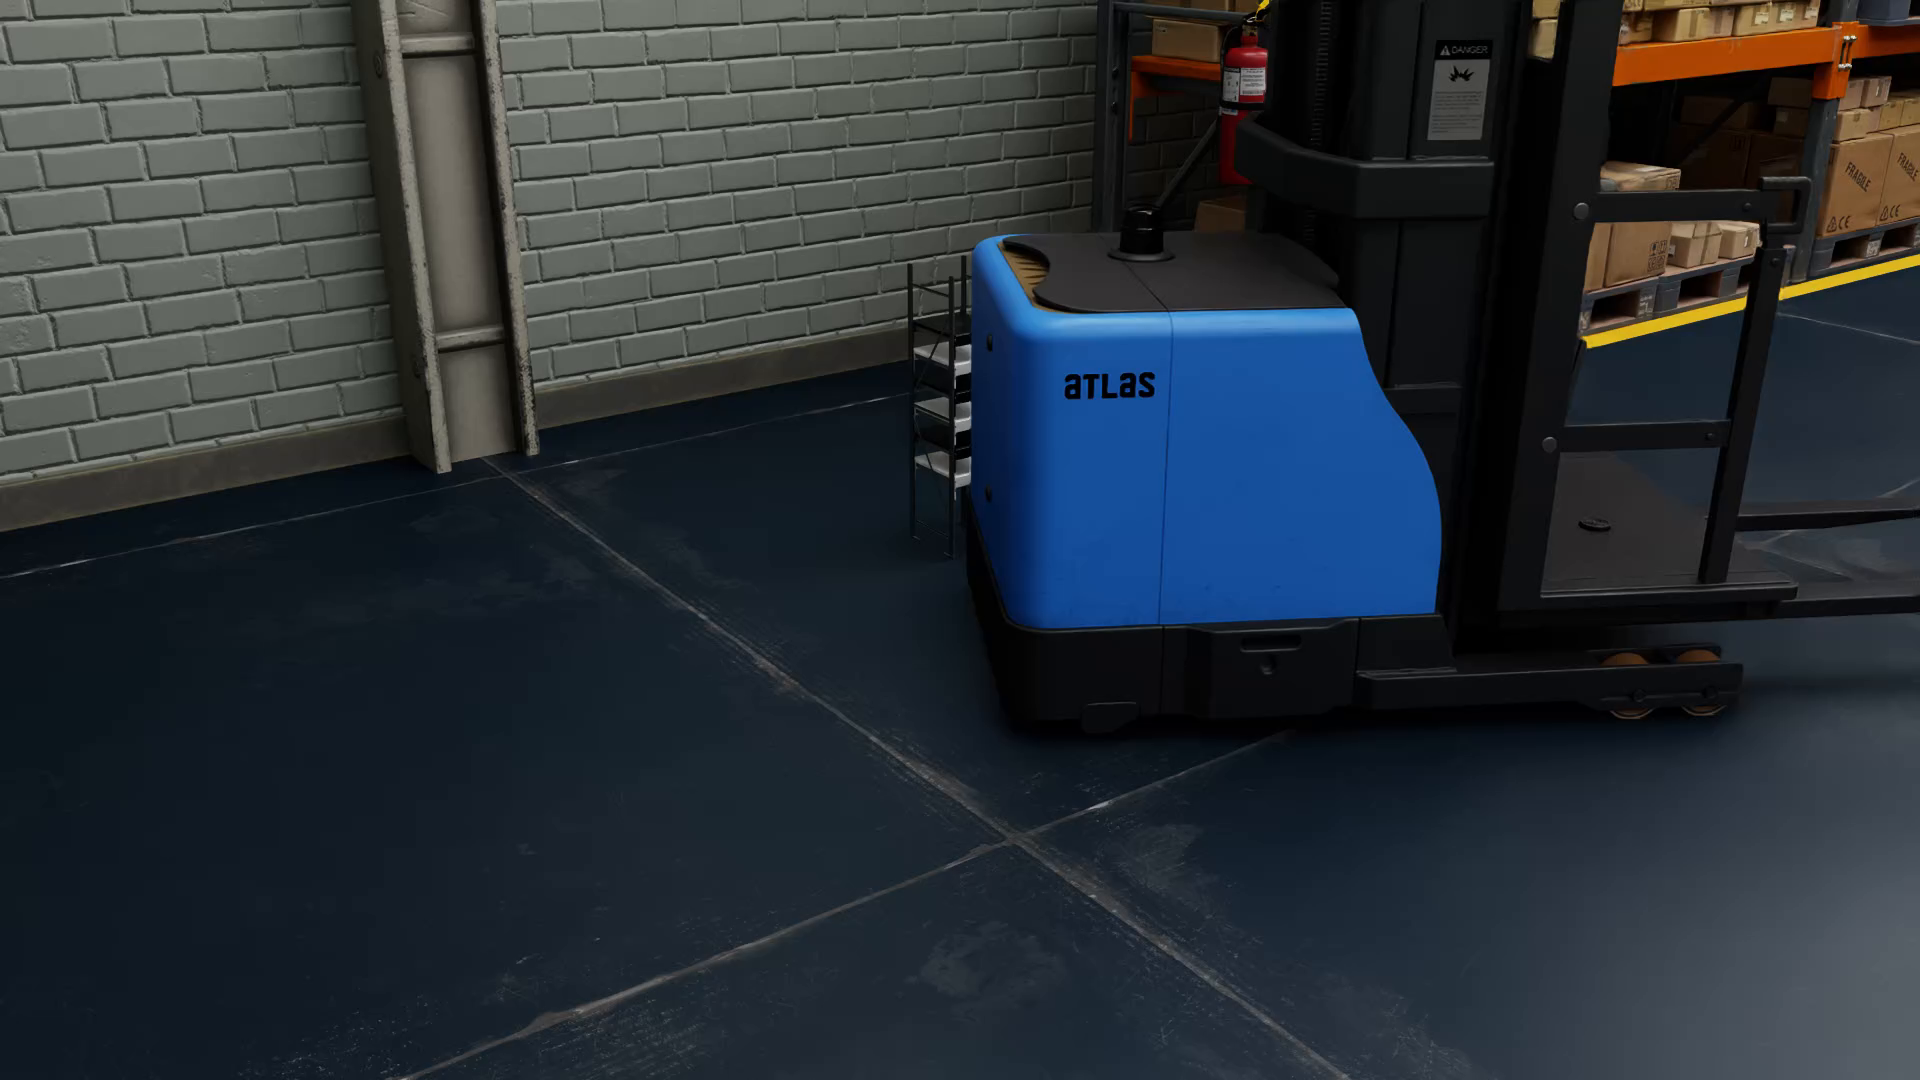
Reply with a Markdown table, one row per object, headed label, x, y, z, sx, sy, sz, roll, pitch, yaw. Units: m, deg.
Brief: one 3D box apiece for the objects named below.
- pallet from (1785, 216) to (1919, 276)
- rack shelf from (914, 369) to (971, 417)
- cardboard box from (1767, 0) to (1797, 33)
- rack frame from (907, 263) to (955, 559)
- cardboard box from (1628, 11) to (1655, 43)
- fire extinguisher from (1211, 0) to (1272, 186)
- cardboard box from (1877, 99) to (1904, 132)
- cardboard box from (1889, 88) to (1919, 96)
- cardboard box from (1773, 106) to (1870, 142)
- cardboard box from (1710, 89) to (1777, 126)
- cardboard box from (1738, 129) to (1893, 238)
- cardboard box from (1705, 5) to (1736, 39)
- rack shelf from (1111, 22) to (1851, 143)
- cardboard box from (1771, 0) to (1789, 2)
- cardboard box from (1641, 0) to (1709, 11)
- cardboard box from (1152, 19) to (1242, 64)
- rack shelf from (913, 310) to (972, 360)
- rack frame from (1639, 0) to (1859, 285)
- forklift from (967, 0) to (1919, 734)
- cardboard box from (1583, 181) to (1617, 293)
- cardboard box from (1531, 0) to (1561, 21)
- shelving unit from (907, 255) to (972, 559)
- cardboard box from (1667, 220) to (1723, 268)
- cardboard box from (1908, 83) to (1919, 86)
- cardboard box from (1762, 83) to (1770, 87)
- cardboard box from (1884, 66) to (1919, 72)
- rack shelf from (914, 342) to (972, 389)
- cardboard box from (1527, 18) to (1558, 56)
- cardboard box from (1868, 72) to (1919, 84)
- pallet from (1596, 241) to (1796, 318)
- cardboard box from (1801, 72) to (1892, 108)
| label | x | y | z | sx | sy | sz | roll | pitch | yaw |
| --- | --- | --- | --- | --- | --- | --- | --- | --- | --- |
| pallet | 4.785 | -1.791 | 9.600 | 1.213 | 0.211 | 1.003 | -15 | 26 | -33 |
| rack shelf | -0.007 | -0.469 | 5.204 | 0.200 | 0.077 | 0.258 | -15 | 26 | -33 |
| cardboard box | 3.836 | -2.574 | 8.139 | 0.250 | 0.149 | 0.380 | -14 | 26 | -31 |
| rack frame | -0.089 | -0.394 | 5.170 | 0.006 | 0.900 | 0.240 | -15 | 26 | -33 |
| cardboard box | 2.945 | -2.376 | 7.642 | 0.250 | 0.149 | 0.380 | -14 | 26 | -32 |
| fire extinguisher | 1.050 | -1.653 | 6.099 | 0.183 | 0.674 | 0.296 | -15 | 26 | -33 |
| cardboard box | 4.974 | -2.374 | 9.229 | 0.250 | 0.149 | 0.380 | -17 | 27 | -36 |
| cardboard box | 5.414 | -2.480 | 9.495 | 0.250 | 0.149 | 0.380 | -15 | 26 | -33 |
| cardboard box | 4.593 | -2.232 | 8.872 | 0.250 | 0.149 | 0.380 | -14 | 25 | -30 |
| cardboard box | 4.487 | -2.459 | 9.442 | 0.250 | 0.149 | 0.380 | -15 | 26 | -33 |
| cardboard box | 4.670 | -1.970 | 9.091 | 0.500 | 0.500 | 0.500 | -14 | 25 | -31 |
| cardboard box | 3.411 | -2.462 | 7.858 | 0.250 | 0.149 | 0.380 | -14 | 26 | -31 |
| rack shelf | 2.523 | -2.132 | 7.662 | 4.000 | 0.370 | 1.077 | -15 | 26 | -33 |
| cardboard box | 3.875 | -2.784 | 8.126 | 0.500 | 0.250 | 0.500 | -14 | 26 | -32 |
| cardboard box | 3.065 | -2.567 | 7.582 | 0.500 | 0.250 | 0.500 | -15 | 26 | -33 |
| cardboard box | 1.012 | -2.069 | 6.872 | 0.250 | 0.149 | 0.380 | -15 | 26 | -33 |
| rack shelf | -0.007 | -0.636 | 5.137 | 0.200 | 0.077 | 0.258 | -15 | 26 | -33 |
| rack frame | 4.146 | -2.899 | 8.613 | 0.127 | 3.000 | 1.000 | -15 | 26 | -33 |
| forklift | 1.570 | -1.096 | 4.188 | 3.031 | 2.935 | 1.130 | -2 | 22 | -5 |
| cardboard box | 2.655 | -1.428 | 7.735 | 0.500 | 0.500 | 0.500 | -14 | 26 | -32 |
| cardboard box | 2.244 | -2.338 | 7.010 | 0.500 | 0.250 | 0.500 | -16 | 26 | -34 |
| shelving unit | -0.007 | -0.416 | 5.225 | 0.210 | 0.900 | 0.258 | -15 | 26 | -33 |
| cardboard box | 3.576 | -1.538 | 8.325 | 0.258 | 0.266 | 0.396 | -14 | 26 | -31 |
| cardboard box | 5.818 | -2.600 | 9.796 | 0.250 | 0.149 | 0.380 | -15 | 26 | -33 |
| cardboard box | 4.872 | -2.577 | 9.739 | 0.250 | 0.149 | 0.380 | -16 | 27 | -35 |
| cardboard box | 6.127 | -2.922 | 10.603 | 0.250 | 0.149 | 0.380 | -16 | 27 | -35 |
| rack shelf | -0.007 | -0.552 | 5.171 | 0.200 | 0.077 | 0.258 | -15 | 26 | -33 |
| cardboard box | 2.401 | -2.169 | 7.123 | 0.250 | 0.149 | 0.380 | -16 | 27 | -34 |
| cardboard box | 5.770 | -2.785 | 10.258 | 0.250 | 0.149 | 0.380 | -15 | 26 | -33 |
| pallet | 3.588 | -1.455 | 8.758 | 1.213 | 0.211 | 1.003 | -15 | 26 | -33 |
| cardboard box | 4.776 | -2.440 | 8.994 | 0.250 | 0.149 | 0.380 | -16 | 27 | -35 |
